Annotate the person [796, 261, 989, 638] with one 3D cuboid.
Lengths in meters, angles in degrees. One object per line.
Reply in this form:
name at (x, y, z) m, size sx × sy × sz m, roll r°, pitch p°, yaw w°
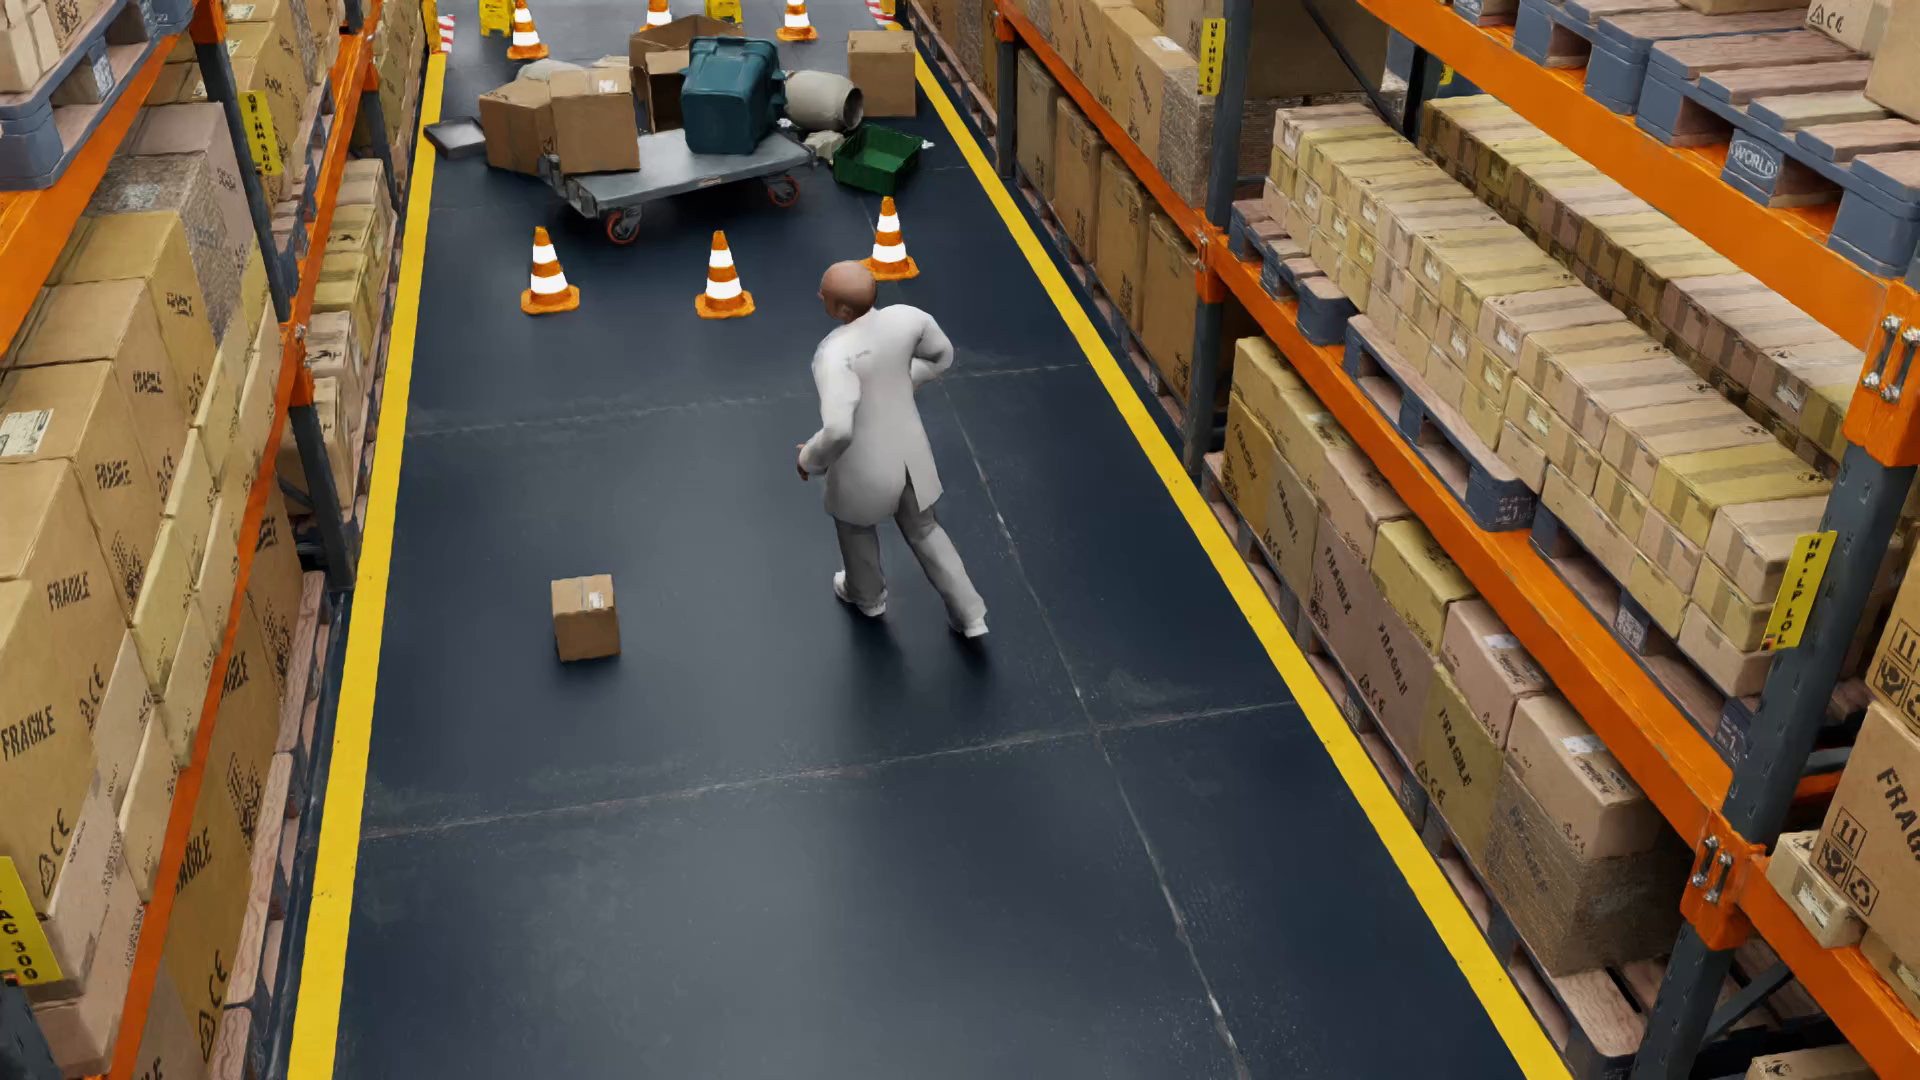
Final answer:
person at (-0.349, -0.270, 6.631) m, size 0.769 × 1.663 × 0.894 m, roll -28°, pitch 43°, yaw -35°
